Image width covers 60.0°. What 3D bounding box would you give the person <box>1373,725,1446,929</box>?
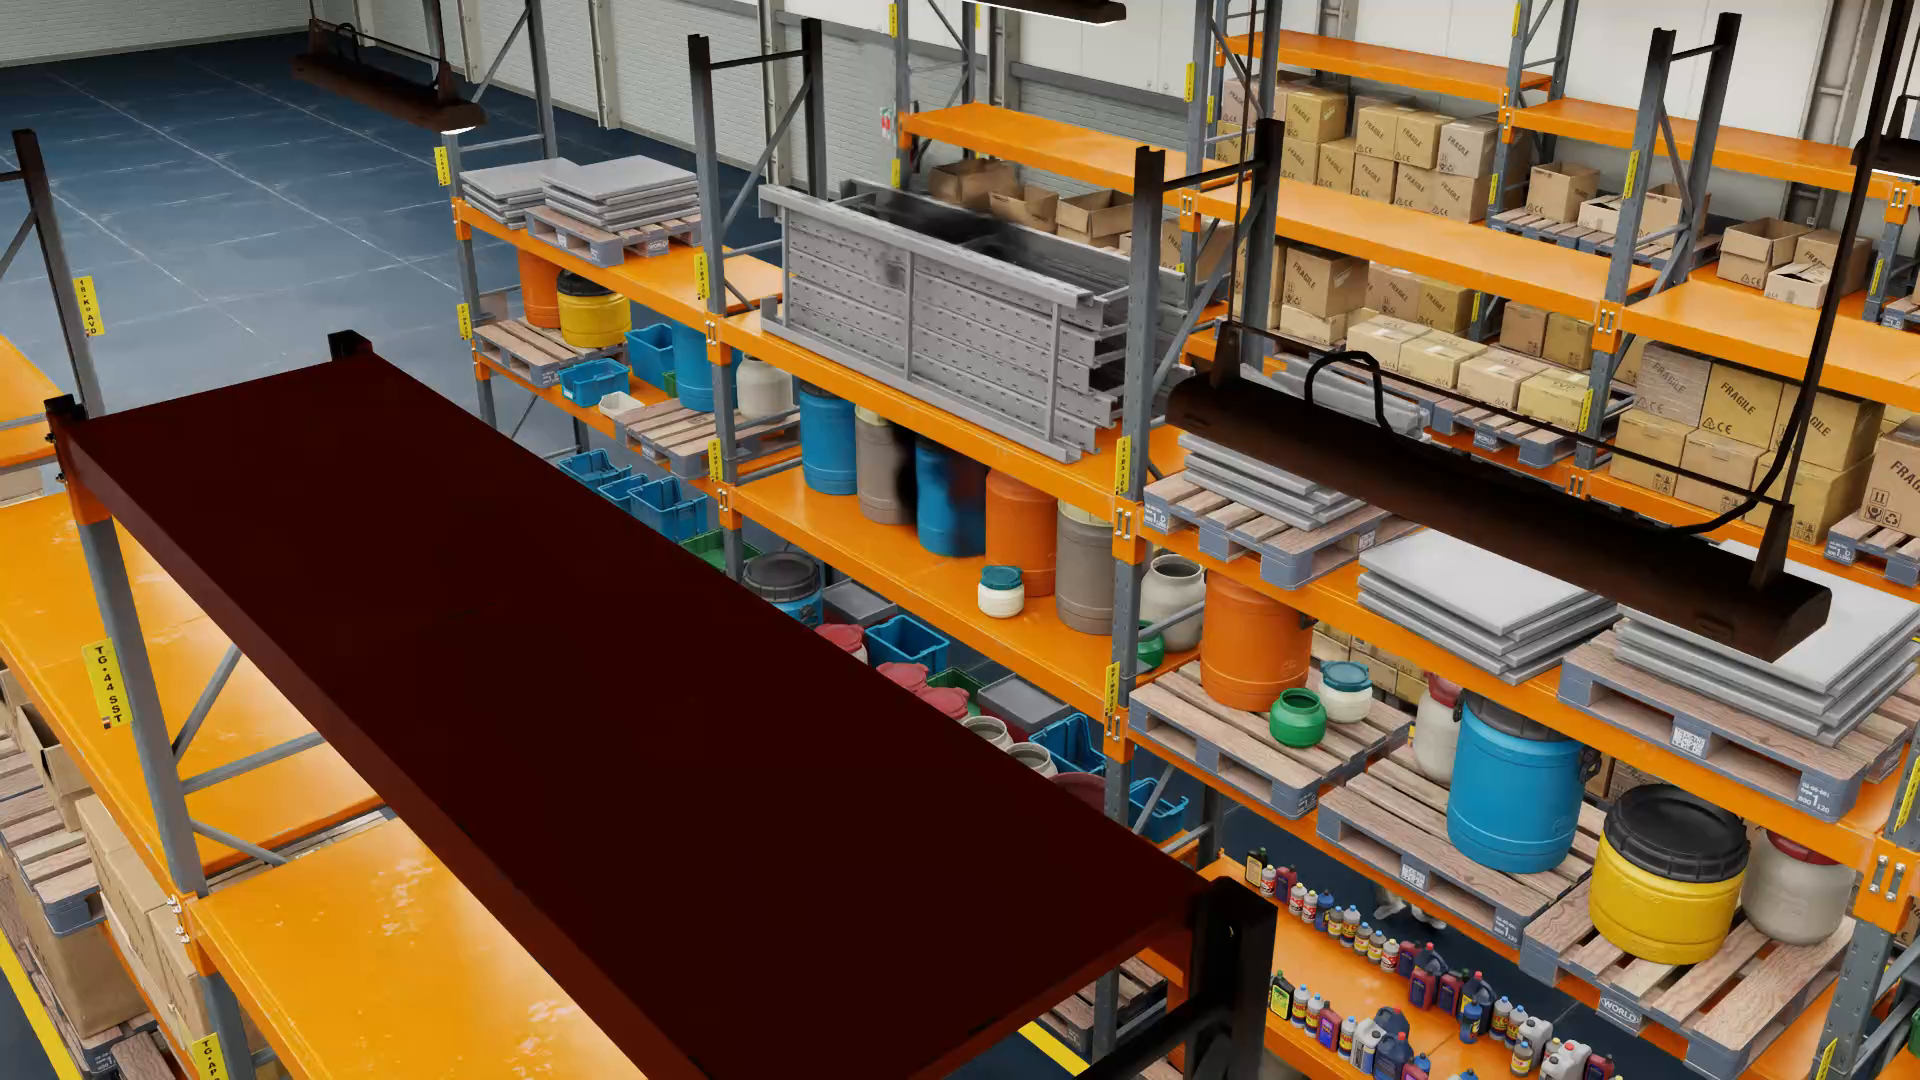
[{"bbox_3d":[3.196,2.038,11.787,0.580,1.700,0.715,-23,35,-38],"label":"person"}]
